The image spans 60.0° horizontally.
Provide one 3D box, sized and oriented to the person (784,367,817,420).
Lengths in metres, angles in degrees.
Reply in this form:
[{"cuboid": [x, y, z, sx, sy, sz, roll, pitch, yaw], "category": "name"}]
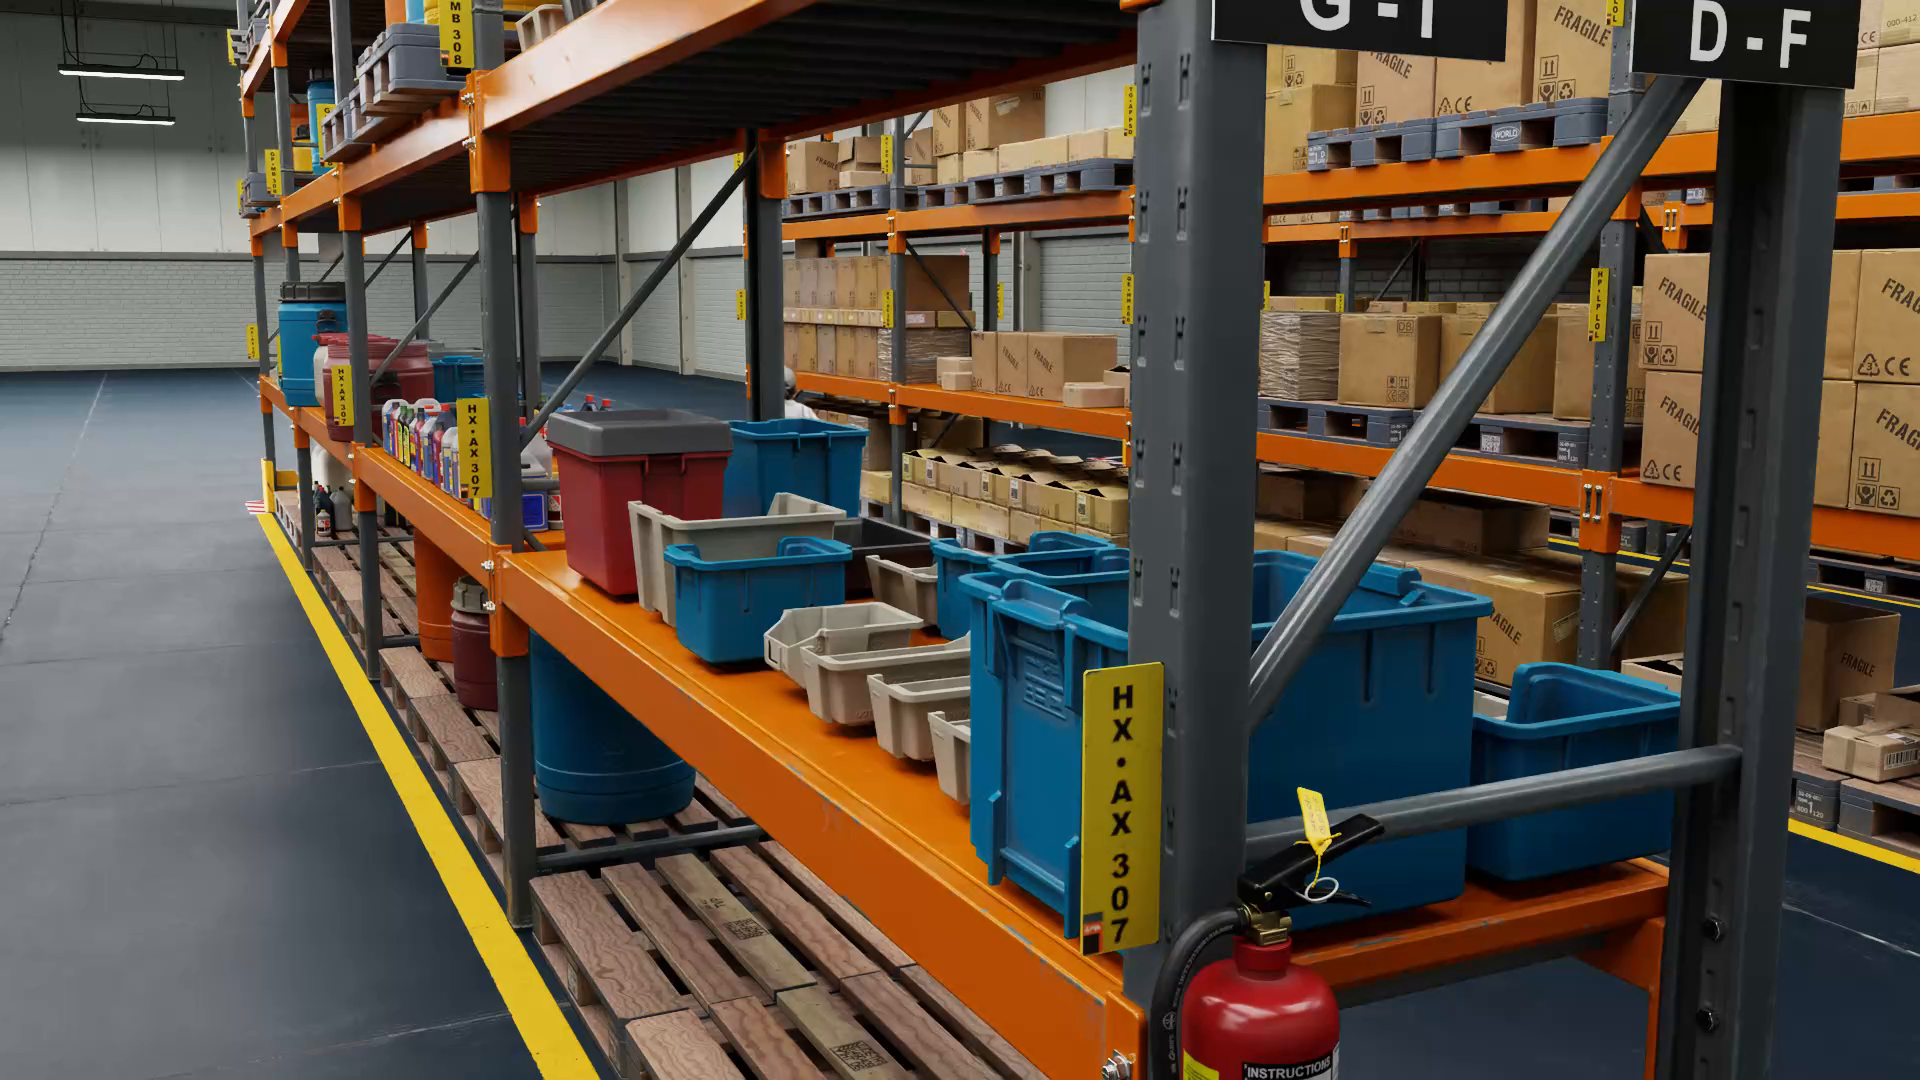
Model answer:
[{"cuboid": [-1.202, -0.367, 11.245, 0.481, 1.607, 1.000, -3, 9, -19], "category": "person"}]
